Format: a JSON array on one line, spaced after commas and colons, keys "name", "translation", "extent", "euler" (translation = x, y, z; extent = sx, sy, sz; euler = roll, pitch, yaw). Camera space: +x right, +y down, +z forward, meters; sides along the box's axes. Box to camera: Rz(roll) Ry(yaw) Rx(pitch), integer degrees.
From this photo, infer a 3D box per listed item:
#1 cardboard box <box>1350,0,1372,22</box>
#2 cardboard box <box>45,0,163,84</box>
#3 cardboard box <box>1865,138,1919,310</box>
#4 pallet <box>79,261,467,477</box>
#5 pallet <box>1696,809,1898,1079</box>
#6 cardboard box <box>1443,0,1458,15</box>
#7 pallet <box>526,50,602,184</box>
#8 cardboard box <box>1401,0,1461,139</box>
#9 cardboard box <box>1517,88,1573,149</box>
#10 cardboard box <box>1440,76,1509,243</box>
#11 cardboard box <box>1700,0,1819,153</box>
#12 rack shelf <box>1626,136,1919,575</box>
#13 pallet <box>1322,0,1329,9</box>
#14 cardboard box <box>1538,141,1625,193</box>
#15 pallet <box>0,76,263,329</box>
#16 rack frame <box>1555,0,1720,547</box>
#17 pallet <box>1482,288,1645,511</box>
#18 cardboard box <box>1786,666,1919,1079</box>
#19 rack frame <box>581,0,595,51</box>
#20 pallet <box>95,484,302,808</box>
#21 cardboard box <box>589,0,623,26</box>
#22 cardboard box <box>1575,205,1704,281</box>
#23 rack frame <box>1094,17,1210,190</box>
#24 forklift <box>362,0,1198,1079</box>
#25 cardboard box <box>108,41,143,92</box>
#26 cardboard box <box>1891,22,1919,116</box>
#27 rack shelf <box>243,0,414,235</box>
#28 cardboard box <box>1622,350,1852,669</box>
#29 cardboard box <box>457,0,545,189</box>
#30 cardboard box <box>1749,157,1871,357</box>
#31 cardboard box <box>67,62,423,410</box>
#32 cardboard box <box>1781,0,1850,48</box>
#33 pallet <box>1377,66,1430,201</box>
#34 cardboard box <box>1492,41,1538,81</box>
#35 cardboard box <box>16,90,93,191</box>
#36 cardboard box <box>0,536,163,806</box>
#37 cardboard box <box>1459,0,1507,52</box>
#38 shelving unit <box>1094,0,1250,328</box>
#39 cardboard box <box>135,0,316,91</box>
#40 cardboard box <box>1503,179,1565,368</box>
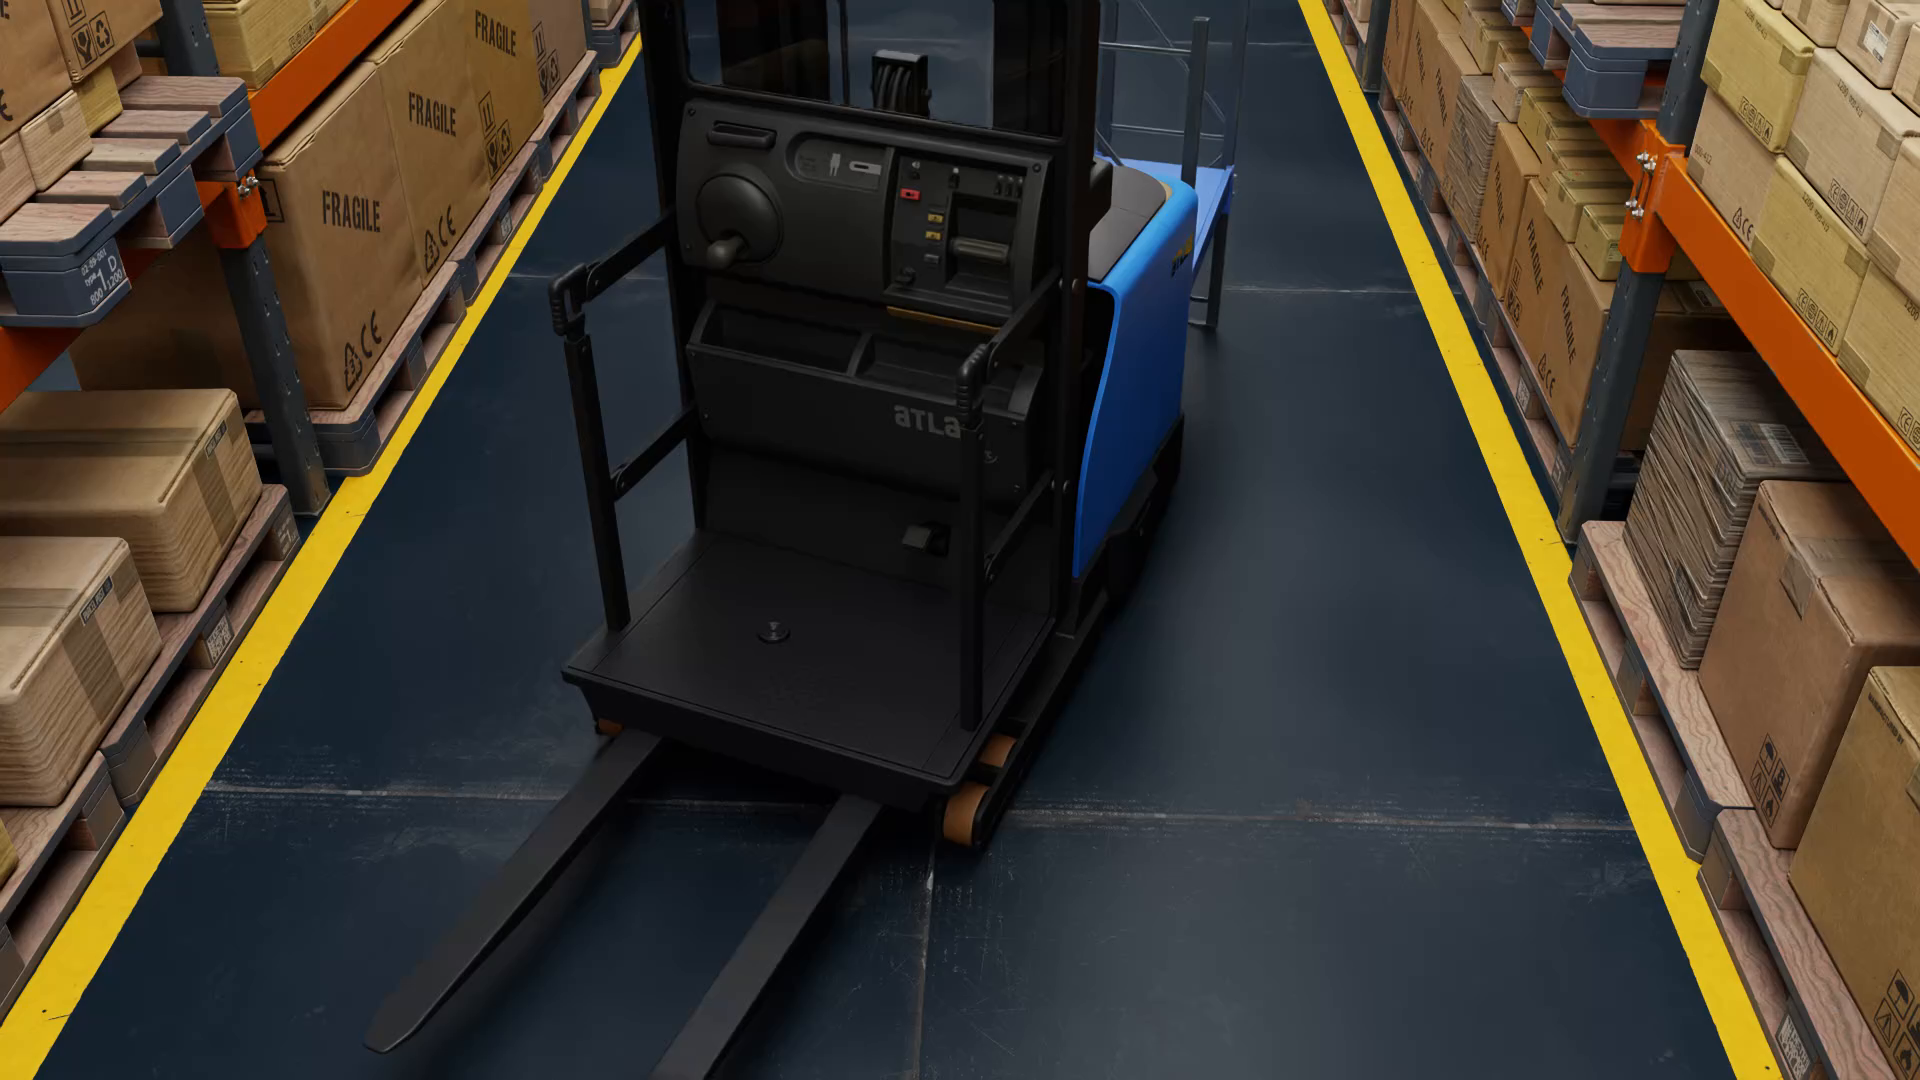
[{"name": "cardboard box", "translation": [2.291, -2.860, 8.825], "extent": [0.380, 0.149, 0.250], "euler": [0, 35, 0]}, {"name": "cardboard box", "translation": [-2.299, -1.409, 3.936], "extent": [0.500, 0.500, 0.500], "euler": [0, 35, 1]}, {"name": "cardboard box", "translation": [2.079, -0.536, 3.099], "extent": [0.500, 0.250, 0.500], "euler": [0, 35, 1]}, {"name": "pallet", "translation": [-2.452, -0.653, 5.995], "extent": [1.003, 0.211, 1.213], "euler": [1, 35, 2]}, {"name": "pallet", "translation": [2.277, 1.082, 3.527], "extent": [1.003, 0.211, 1.213], "euler": [1, 35, 2]}, {"name": "cardboard box", "translation": [2.349, -2.434, 7.349], "extent": [0.380, 0.149, 0.250], "euler": [0, 35, -1]}, {"name": "pallet", "translation": [-2.354, -2.055, 7.990], "extent": [1.003, 0.211, 1.213], "euler": [1, 35, 2]}, {"name": "cardboard box", "translation": [2.306, -2.098, 7.436], "extent": [0.500, 0.500, 0.500], "euler": [1, 35, 1]}, {"name": "cardboard box", "translation": [2.268, -1.536, 6.071], "extent": [0.380, 0.149, 0.250], "euler": [1, 35, 1]}, {"name": "cardboard box", "translation": [2.254, -1.514, 6.604], "extent": [0.500, 0.500, 0.500], "euler": [0, 35, 0]}, {"name": "cardboard box", "translation": [2.114, -1.124, 3.937], "extent": [0.500, 0.250, 0.500], "euler": [1, 35, 2]}, {"name": "rack shelf", "translation": [2.321, 0.213, 2.963], "extent": [1.077, 0.370, 4.000], "euler": [1, 35, 2]}, {"name": "pallet", "translation": [2.637, -3.484, 10.025], "extent": [1.003, 0.211, 1.213], "euler": [1, 35, 2]}, {"name": "cardboard box", "translation": [2.202, -1.242, 5.653], "extent": [0.380, 0.149, 0.250], "euler": [0, 35, 0]}, {"name": "pallet", "translation": [-2.481, -0.852, 4.020], "extent": [1.213, 0.211, 1.003], "euler": [1, 35, 2]}, {"name": "rack frame", "translation": [2.401, -1.230, 4.391], "extent": [1.000, 3.000, 0.127], "euler": [1, 35, 2]}, {"name": "pallet", "translation": [2.469, -0.517, 5.802], "extent": [1.003, 0.211, 1.213], "euler": [1, 35, 2]}, {"name": "cardboard box", "translation": [2.317, 0.690, 3.359], "extent": [0.875, 0.625, 0.625], "euler": [0, 35, 0]}, {"name": "rack frame", "translation": [-2.398, -3.641, 7.821], "extent": [1.000, 3.000, 0.127], "euler": [1, 35, 2]}, {"name": "pallet", "translation": [-2.592, 0.247, 4.714], "extent": [1.003, 0.211, 1.213], "euler": [1, 35, 2]}, {"name": "cardboard box", "translation": [-2.266, -3.122, 8.947], "extent": [0.875, 0.438, 0.875], "euler": [1, 35, 1]}, {"name": "cardboard box", "translation": [2.168, -0.934, 5.215], "extent": [0.380, 0.149, 0.250], "euler": [0, 35, 0]}, {"name": "rack frame", "translation": [0.473, -0.917, 5.250], "extent": [0.500, 1.500, 0.032], "euler": [9, 36, 13]}, {"name": "forklift", "translation": [-0.325, -0.713, 3.716], "extent": [1.130, 2.935, 3.031], "euler": [14, 37, 19]}, {"name": "cardboard box", "translation": [-2.337, -1.218, 4.227], "extent": [0.380, 0.149, 0.250], "euler": [3, 35, 4]}, {"name": "cardboard box", "translation": [2.102, -0.908, 3.282], "extent": [0.380, 0.149, 0.250], "euler": [2, 35, 2]}, {"name": "rack shelf", "translation": [-2.478, -2.197, 6.393], "extent": [1.077, 0.370, 4.000], "euler": [1, 35, 2]}, {"name": "cardboard box", "translation": [2.362, -0.072, 4.444], "extent": [0.875, 0.625, 0.625], "euler": [2, 35, 3]}, {"name": "cardboard box", "translation": [-2.372, -2.066, 7.063], "extent": [0.875, 0.875, 0.875], "euler": [2, 35, 3]}, {"name": "cardboard box", "translation": [2.114, -0.630, 3.669], "extent": [0.500, 0.250, 0.500], "euler": [1, 35, 1]}, {"name": "cardboard box", "translation": [-2.448, -1.040, 5.603], "extent": [0.875, 0.875, 0.875], "euler": [1, 35, 1]}, {"name": "cardboard box", "translation": [2.085, -1.207, 3.707], "extent": [0.380, 0.149, 0.250], "euler": [2, 35, 3]}, {"name": "pallet", "translation": [2.567, -1.919, 7.797], "extent": [1.003, 0.211, 1.213], "euler": [1, 35, 2]}, {"name": "cardboard box", "translation": [2.310, -1.835, 6.497], "extent": [0.380, 0.149, 0.250], "euler": [1, 35, 2]}, {"name": "cardboard box", "translation": [-2.241, -0.916, 3.798], "extent": [0.380, 0.149, 0.250], "euler": [1, 35, 1]}, {"name": "cardboard box", "translation": [-2.613, 0.309, 4.121], "extent": [0.950, 0.372, 0.625], "euler": [1, 35, 1]}, {"name": "cardboard box", "translation": [2.304, -2.133, 6.922], "extent": [0.380, 0.149, 0.250], "euler": [1, 35, 2]}, {"name": "shelving unit", "translation": [0.613, -1.198, 5.650], "extent": [0.538, 1.500, 1.048], "euler": [9, 36, 13]}, {"name": "cardboard box", "translation": [-2.288, -1.556, 4.986], "extent": [0.500, 0.250, 0.500], "euler": [1, 35, 1]}, {"name": "cardboard box", "translation": [2.234, -0.914, 5.751], "extent": [0.500, 0.500, 0.500], "euler": [1, 35, 1]}]
